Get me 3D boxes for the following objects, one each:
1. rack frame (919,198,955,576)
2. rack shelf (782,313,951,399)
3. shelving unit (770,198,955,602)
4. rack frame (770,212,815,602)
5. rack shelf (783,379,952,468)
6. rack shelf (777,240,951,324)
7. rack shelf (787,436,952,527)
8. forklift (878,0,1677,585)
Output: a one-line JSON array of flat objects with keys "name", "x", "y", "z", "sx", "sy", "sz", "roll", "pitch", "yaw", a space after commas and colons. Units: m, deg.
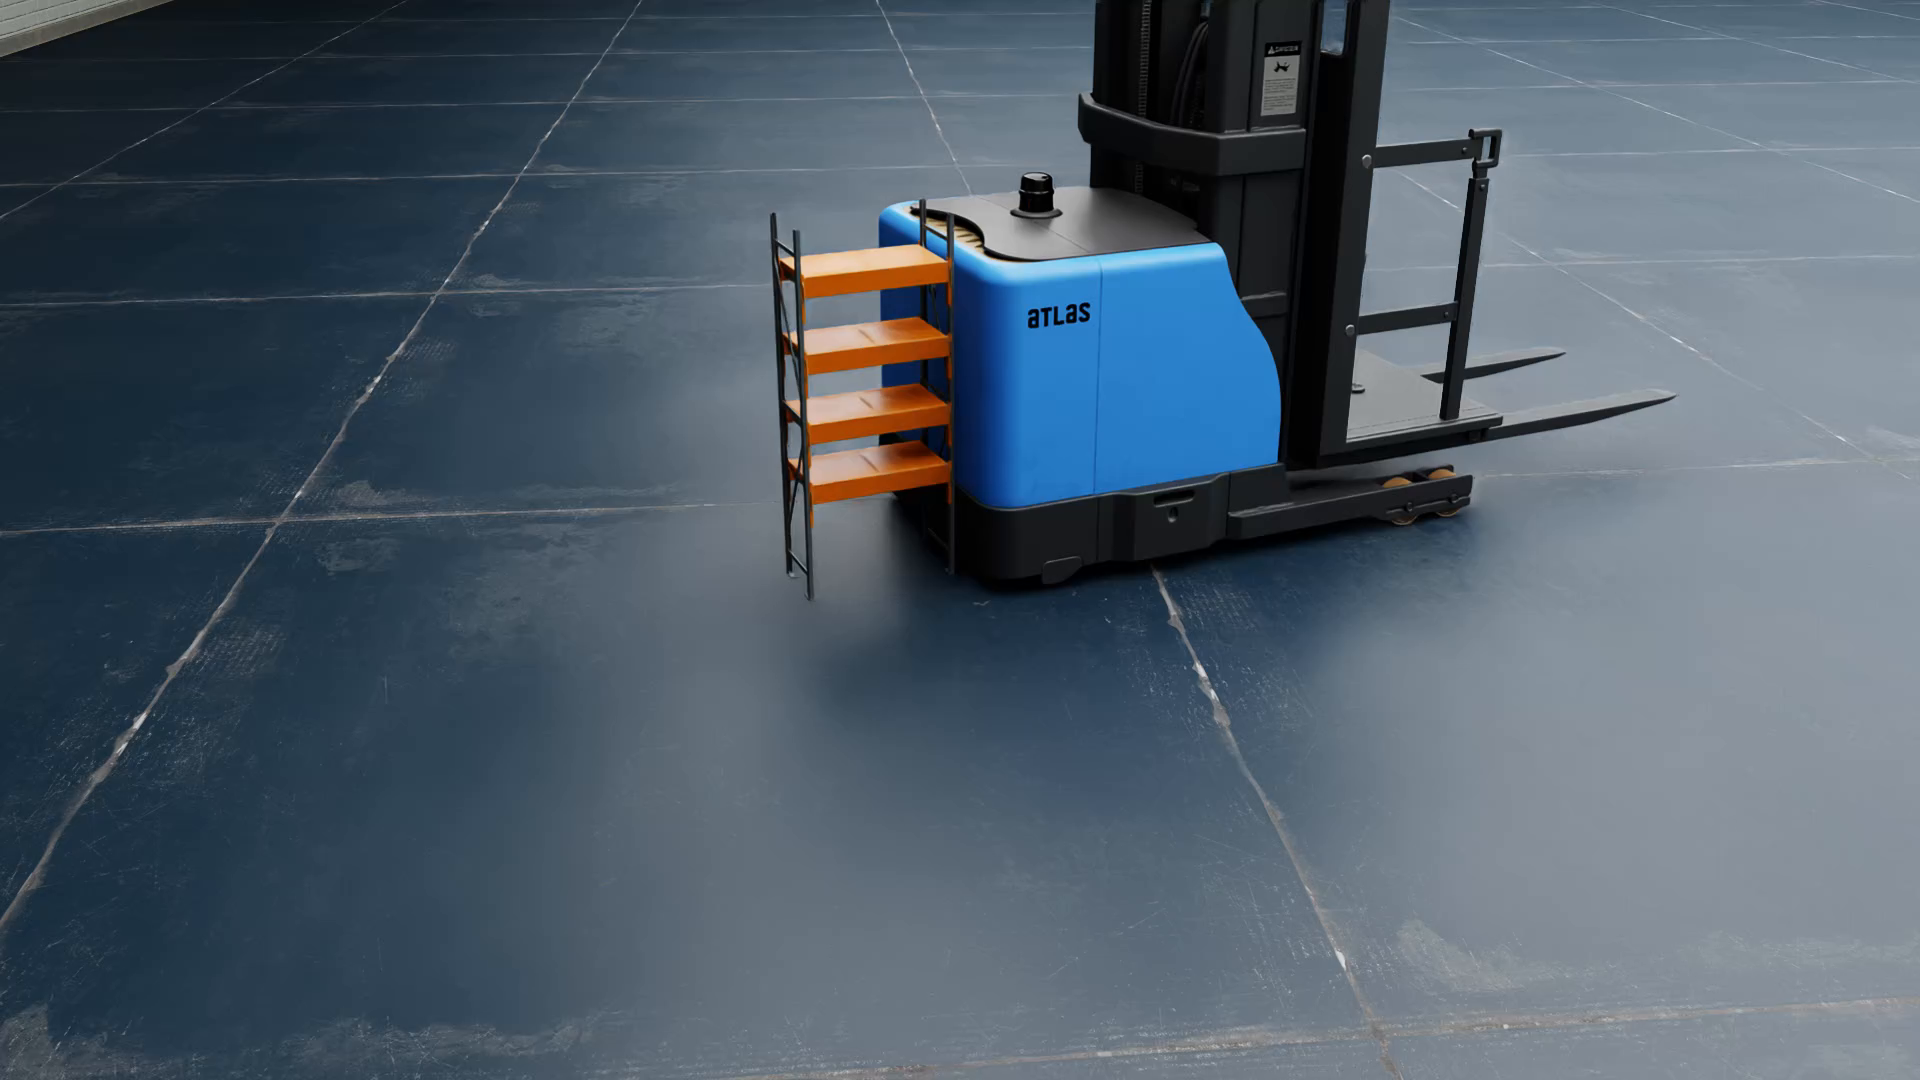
[{"name": "rack frame", "x": -0.073, "y": -0.475, "z": 5.341, "sx": 0.015, "sy": 1.200, "sz": 0.240, "roll": -10, "pitch": 26, "yaw": -22}, {"name": "rack shelf", "x": -0.296, "y": -0.578, "z": 5.188, "sx": 0.480, "sy": 0.148, "sz": 0.258, "roll": -10, "pitch": 26, "yaw": -22}, {"name": "shelving unit", "x": -0.296, "y": -0.435, "z": 5.252, "sx": 0.503, "sy": 1.200, "sz": 0.258, "roll": -10, "pitch": 26, "yaw": -22}, {"name": "rack frame", "x": -0.519, "y": -0.395, "z": 5.162, "sx": 0.015, "sy": 1.200, "sz": 0.240, "roll": -10, "pitch": 26, "yaw": -22}, {"name": "rack shelf", "x": -0.296, "y": -0.374, "z": 5.279, "sx": 0.480, "sy": 0.148, "sz": 0.258, "roll": -10, "pitch": 26, "yaw": -22}, {"name": "rack shelf", "x": -0.296, "y": -0.794, "z": 5.092, "sx": 0.480, "sy": 0.148, "sz": 0.258, "roll": -10, "pitch": 26, "yaw": -22}, {"name": "rack shelf", "x": -0.296, "y": -0.192, "z": 5.360, "sx": 0.480, "sy": 0.148, "sz": 0.258, "roll": -10, "pitch": 26, "yaw": -22}, {"name": "forklift", "x": 1.270, "y": -1.576, "z": 5.686, "sx": 3.031, "sy": 2.935, "sz": 1.130, "roll": -10, "pitch": 26, "yaw": -22}]
